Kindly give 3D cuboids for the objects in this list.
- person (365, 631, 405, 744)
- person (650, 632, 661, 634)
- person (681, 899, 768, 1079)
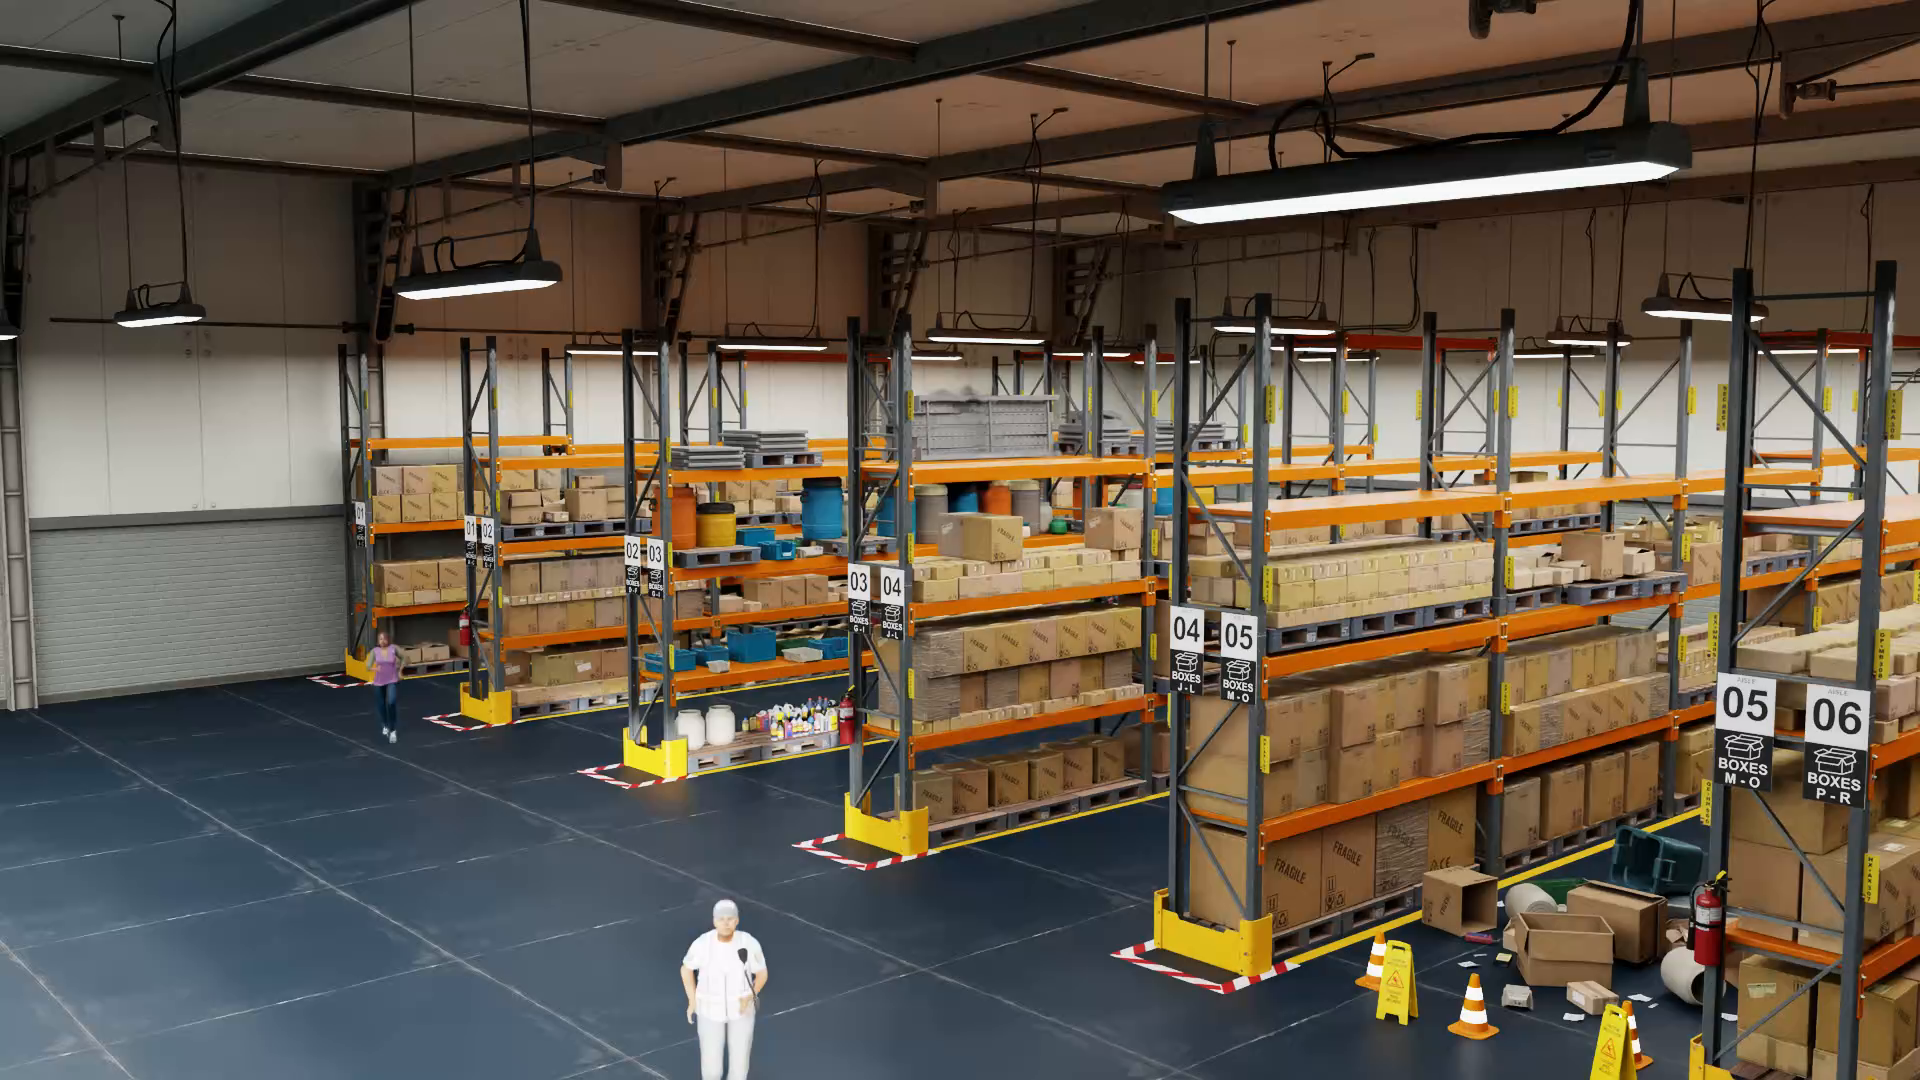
[{"bbox_3d":[-8.498,2.157,24.599,0.539,1.632,0.699,-1,5,-13],"label":"person"},{"bbox_3d":[-5.540,1.547,30.761,0.658,1.738,0.601,4,6,36],"label":"person"},{"bbox_3d":[-1.641,3.322,11.646,0.607,1.624,0.547,-1,5,-10],"label":"person"}]
